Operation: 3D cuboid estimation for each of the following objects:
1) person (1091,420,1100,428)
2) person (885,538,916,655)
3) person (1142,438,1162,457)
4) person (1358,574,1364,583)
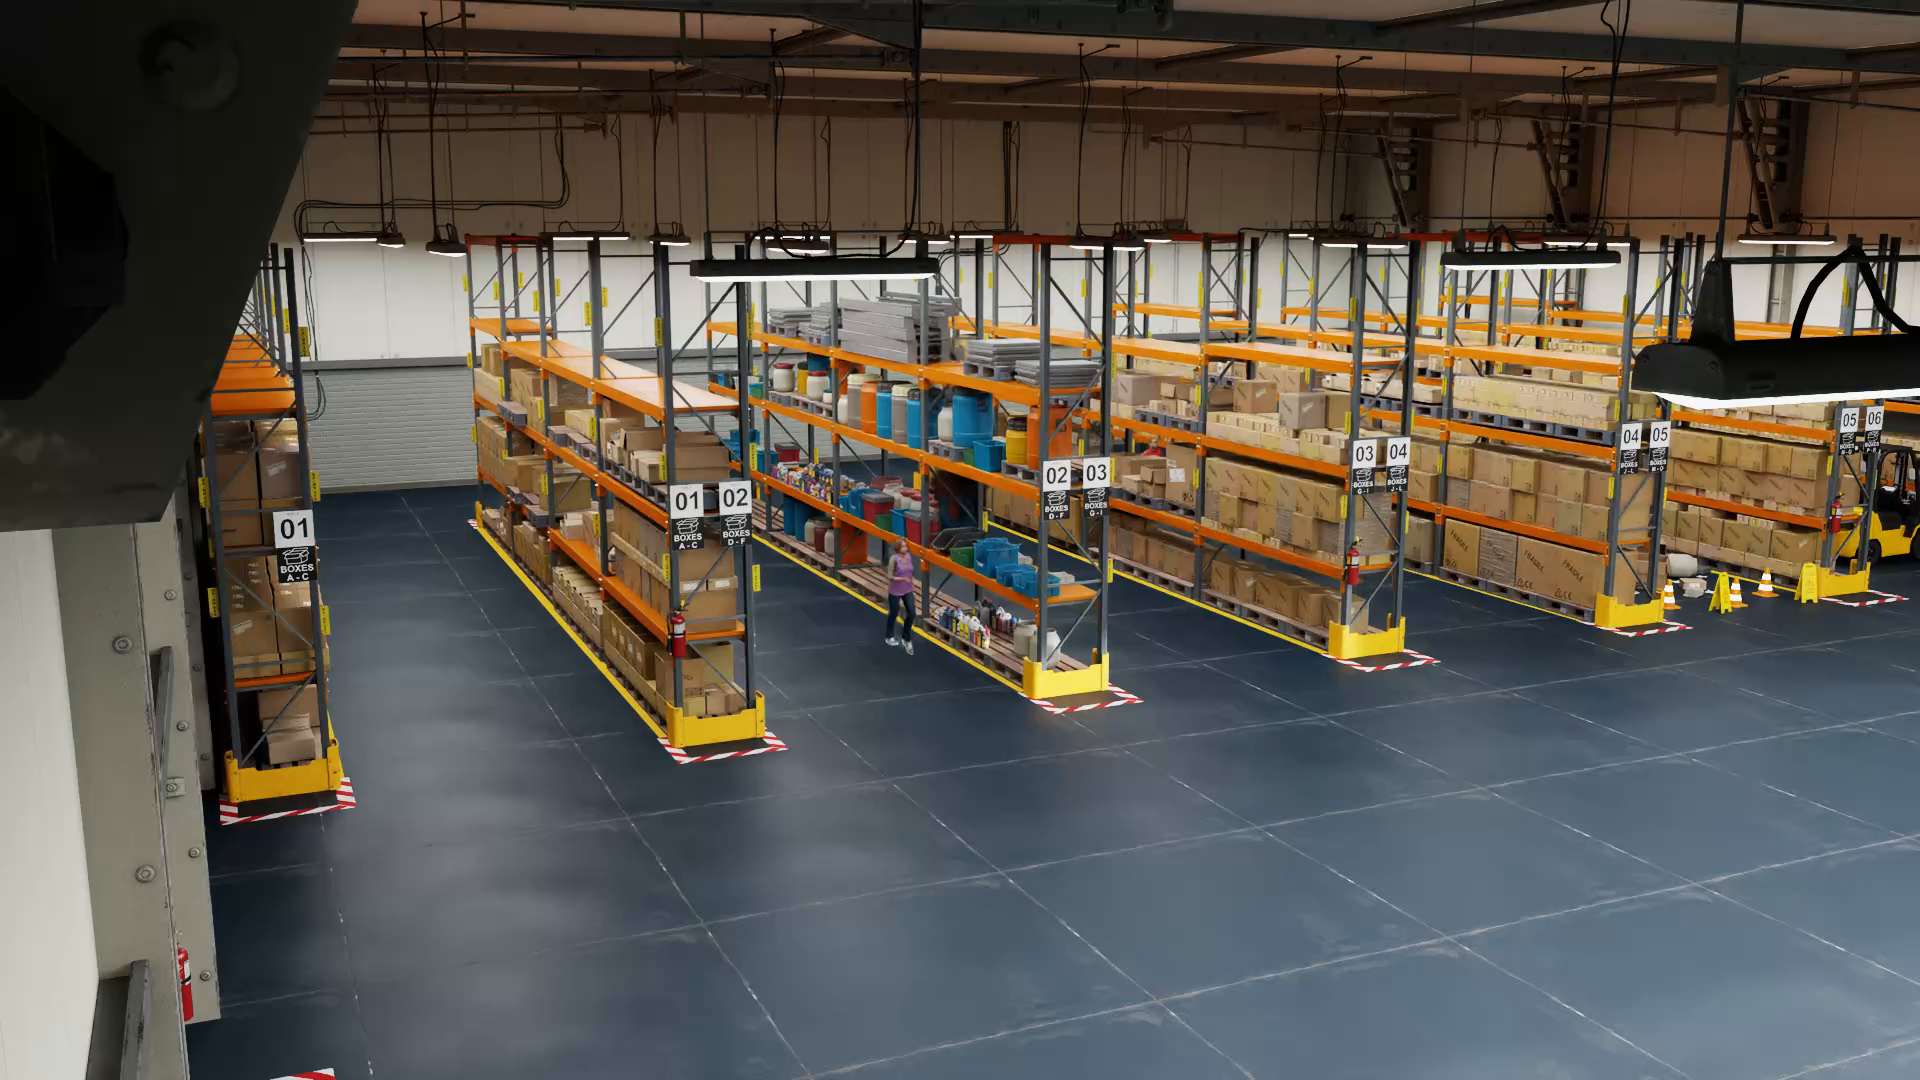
[{"bbox_3d":[3.449,-2.500,41.647,0.656,1.675,0.719,-5,12,-23],"label":"person"},{"bbox_3d":[-0.818,0.801,23.452,0.490,1.657,0.699,-7,13,-34],"label":"person"},{"bbox_3d":[4.192,-1.339,35.567,0.650,1.688,0.601,-6,12,-28],"label":"person"},{"bbox_3d":[7.033,-0.099,29.124,0.698,1.723,0.579,-6,12,-28],"label":"person"}]
